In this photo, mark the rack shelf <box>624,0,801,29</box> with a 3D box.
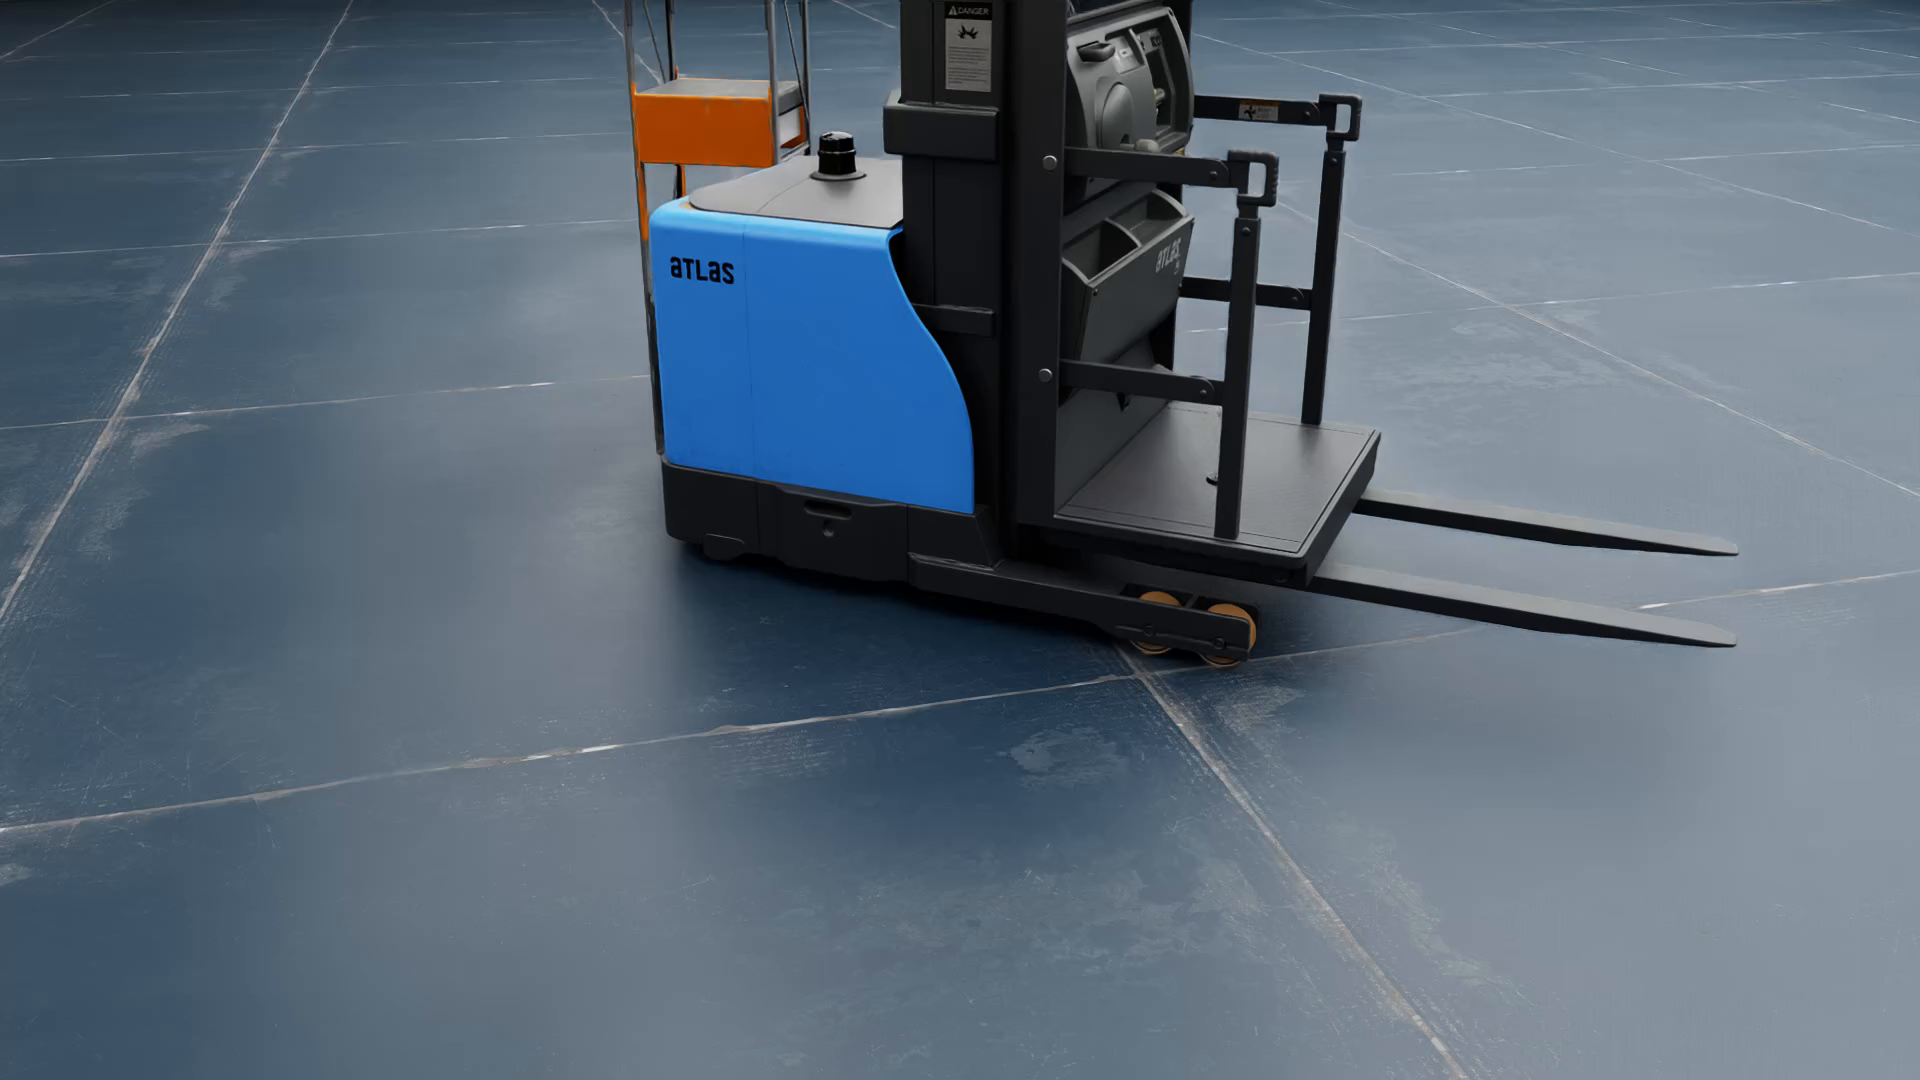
[{"bbox_3d":[-0.803,-1.962,5.419,0.480,0.518,0.431,5,24,11],"label":"rack shelf"}]

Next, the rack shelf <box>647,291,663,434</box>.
[{"bbox_3d":[-0.803,-0.675,5.971,0.480,0.518,0.431,5,24,11],"label":"rack shelf"}]

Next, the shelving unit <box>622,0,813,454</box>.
[{"bbox_3d":[-0.803,-1.331,5.689,0.503,2.100,0.431,5,24,11],"label":"shelving unit"}]

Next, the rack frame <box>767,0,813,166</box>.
[{"bbox_3d":[-0.564,-1.311,5.642,0.015,2.100,0.400,5,24,11],"label":"rack frame"}]

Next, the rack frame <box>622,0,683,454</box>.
[{"bbox_3d":[-1.041,-1.351,5.736,0.015,2.100,0.400,5,24,11],"label":"rack frame"}]

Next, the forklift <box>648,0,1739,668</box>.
[{"bbox_3d":[0.654,-1.244,4.432,3.031,2.935,1.130,10,25,22],"label":"forklift"}]

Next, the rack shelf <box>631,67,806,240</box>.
[{"bbox_3d":[-0.803,-1.318,5.695,0.480,0.518,0.431,5,24,11],"label":"rack shelf"}]
